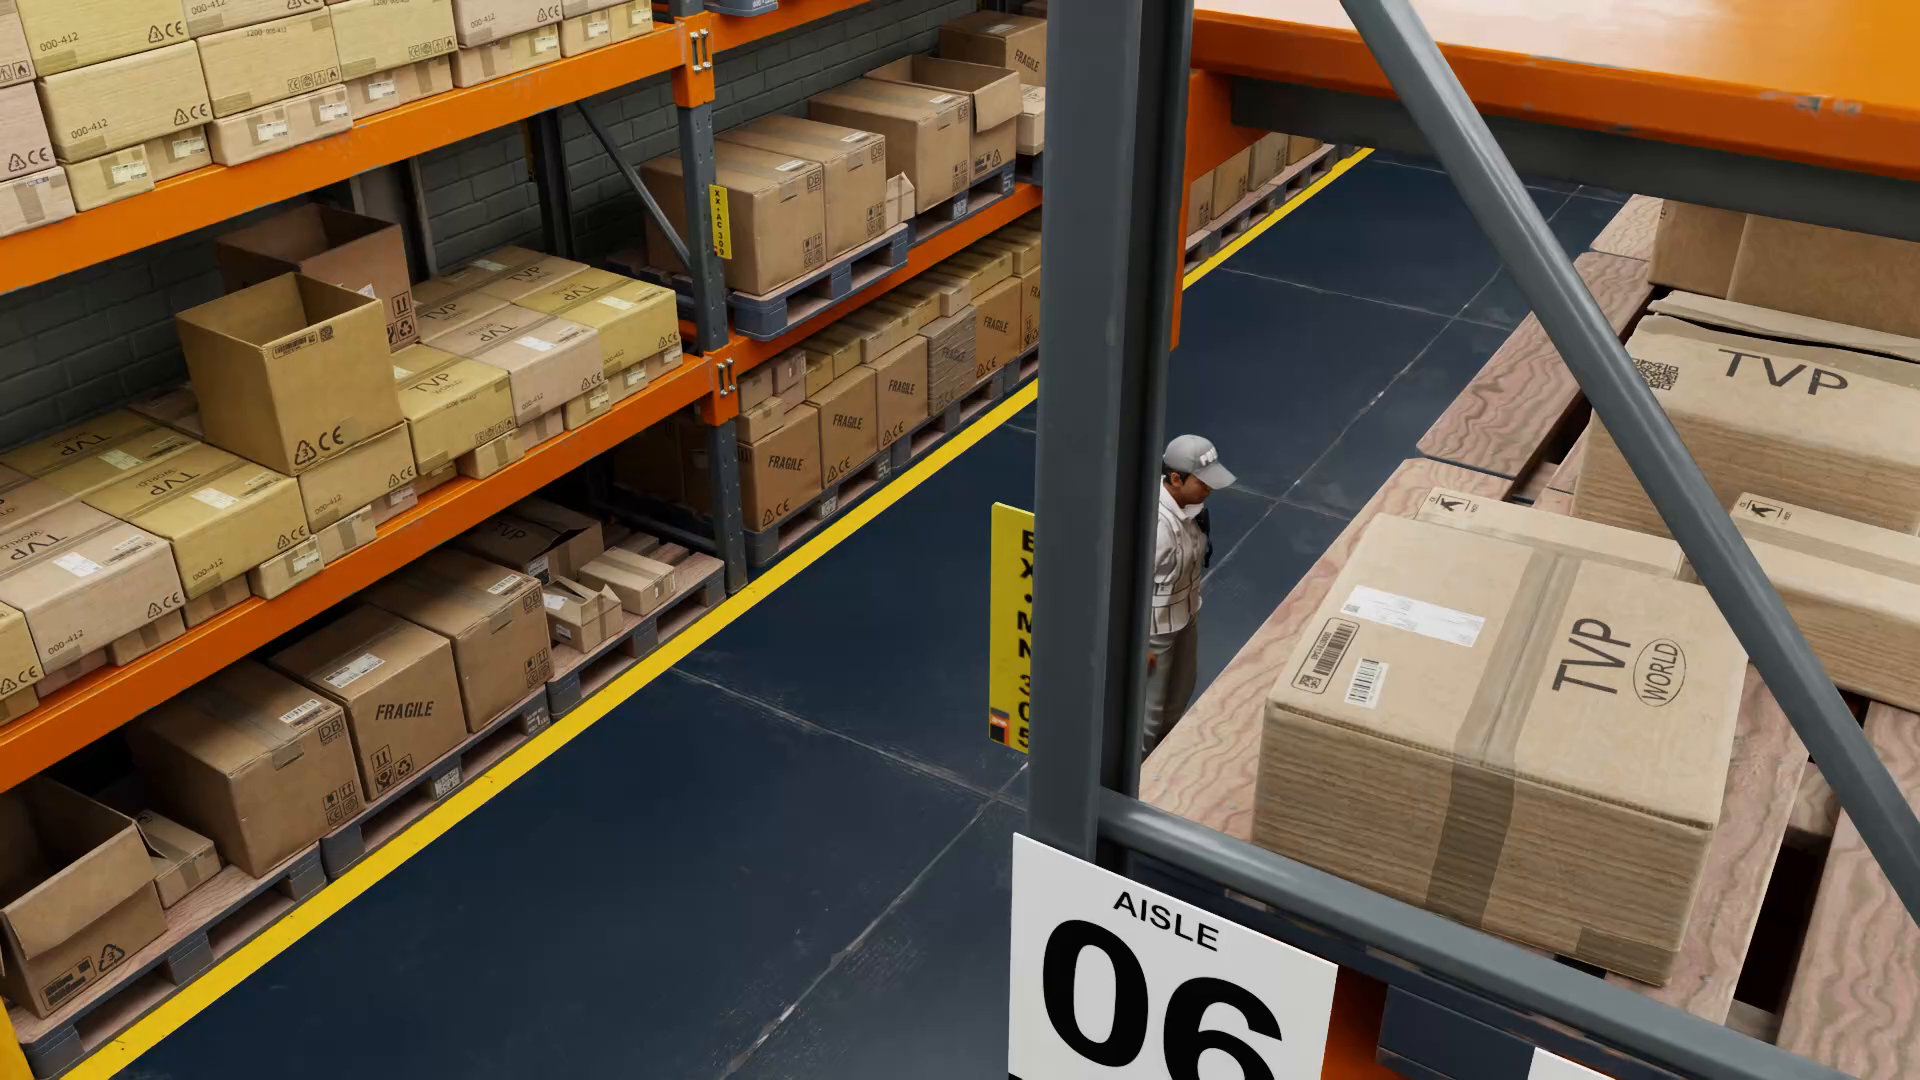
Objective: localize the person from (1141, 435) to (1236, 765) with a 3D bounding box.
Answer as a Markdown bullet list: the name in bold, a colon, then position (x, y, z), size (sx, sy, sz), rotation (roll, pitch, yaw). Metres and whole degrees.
- **person**: position (0.796, 0.333, 6.562), size (0.468, 1.666, 0.541), rotation (18, 35, 27)
